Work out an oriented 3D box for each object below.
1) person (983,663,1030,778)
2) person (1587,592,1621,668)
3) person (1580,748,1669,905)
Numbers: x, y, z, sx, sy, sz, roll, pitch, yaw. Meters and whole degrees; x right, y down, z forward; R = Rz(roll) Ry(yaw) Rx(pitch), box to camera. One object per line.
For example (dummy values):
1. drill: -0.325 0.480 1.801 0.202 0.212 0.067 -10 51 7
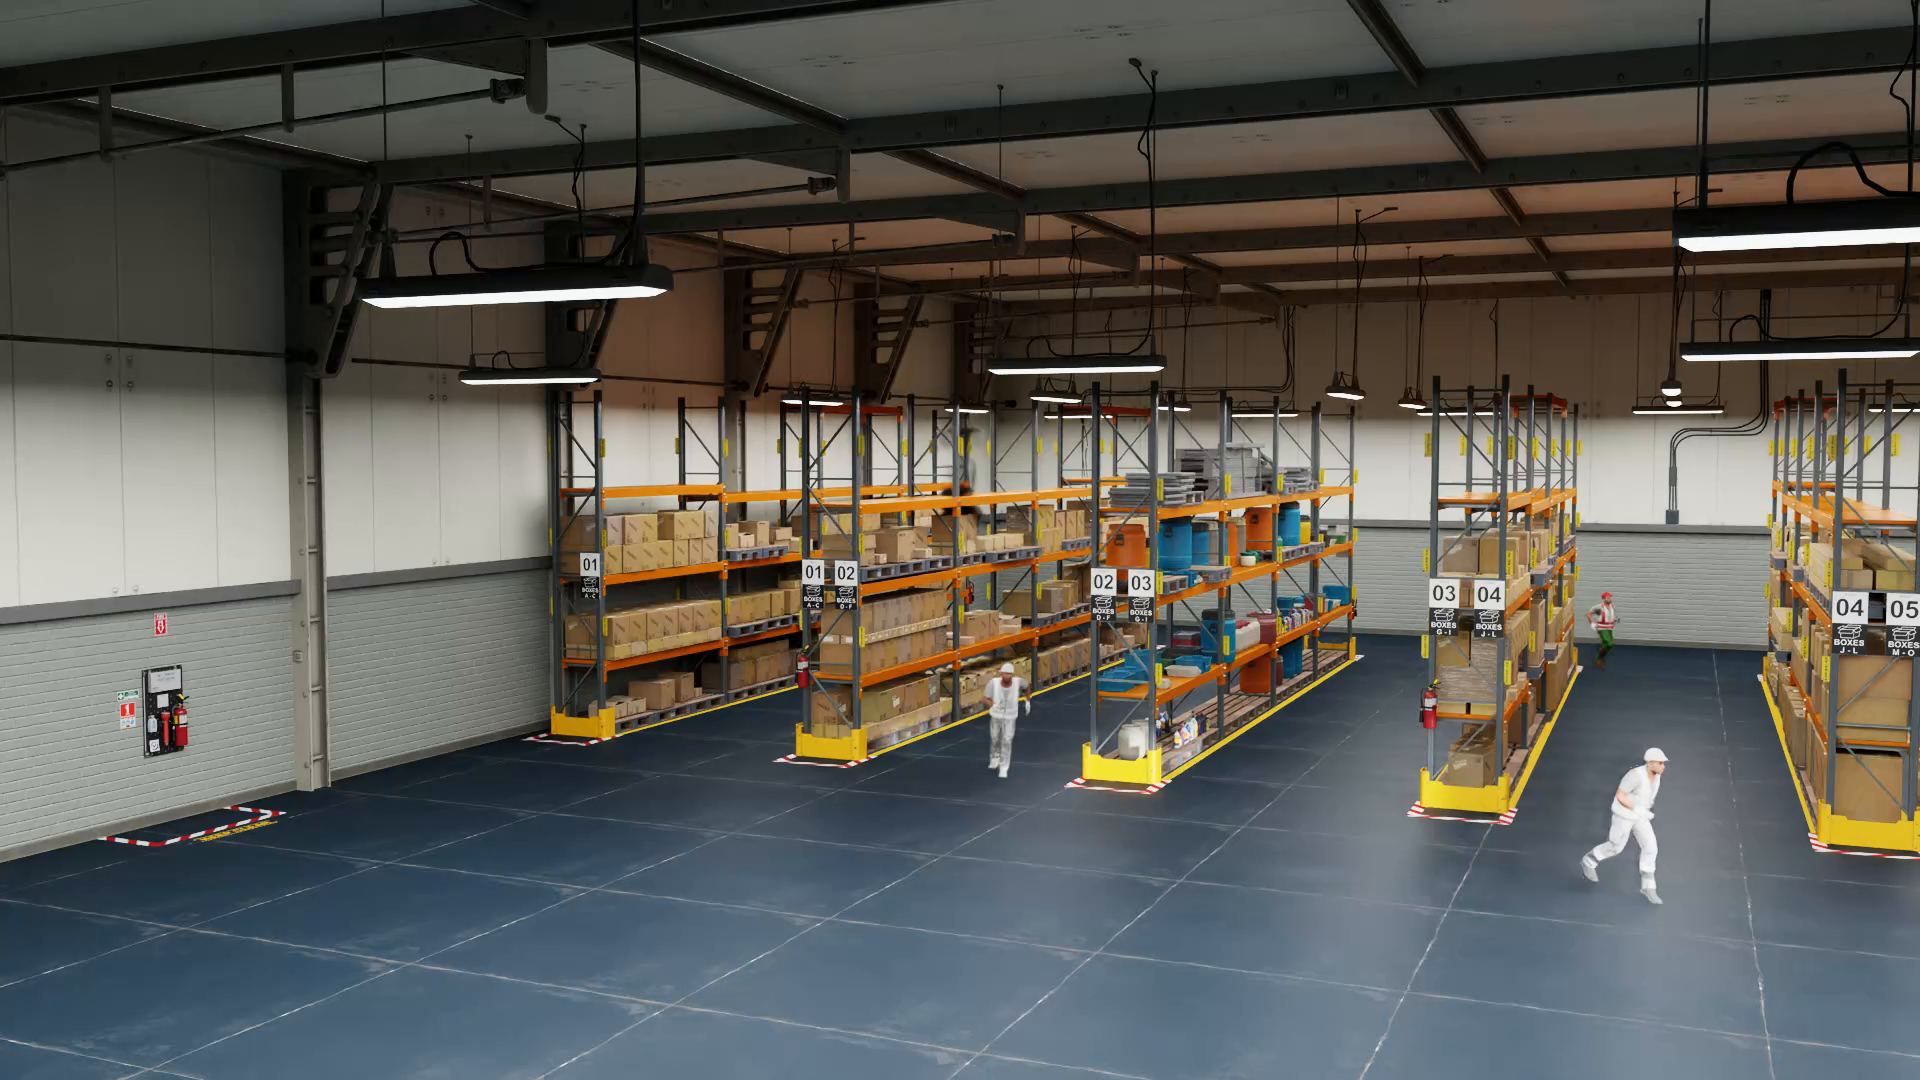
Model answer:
1. person: 0.712 2.765 25.460 0.743 1.821 0.860 0 3 -1
2. person: 14.625 2.038 37.666 0.656 1.739 0.662 -1 3 -23
3. person: 7.452 3.137 18.647 0.699 1.729 1.061 -2 4 -37
